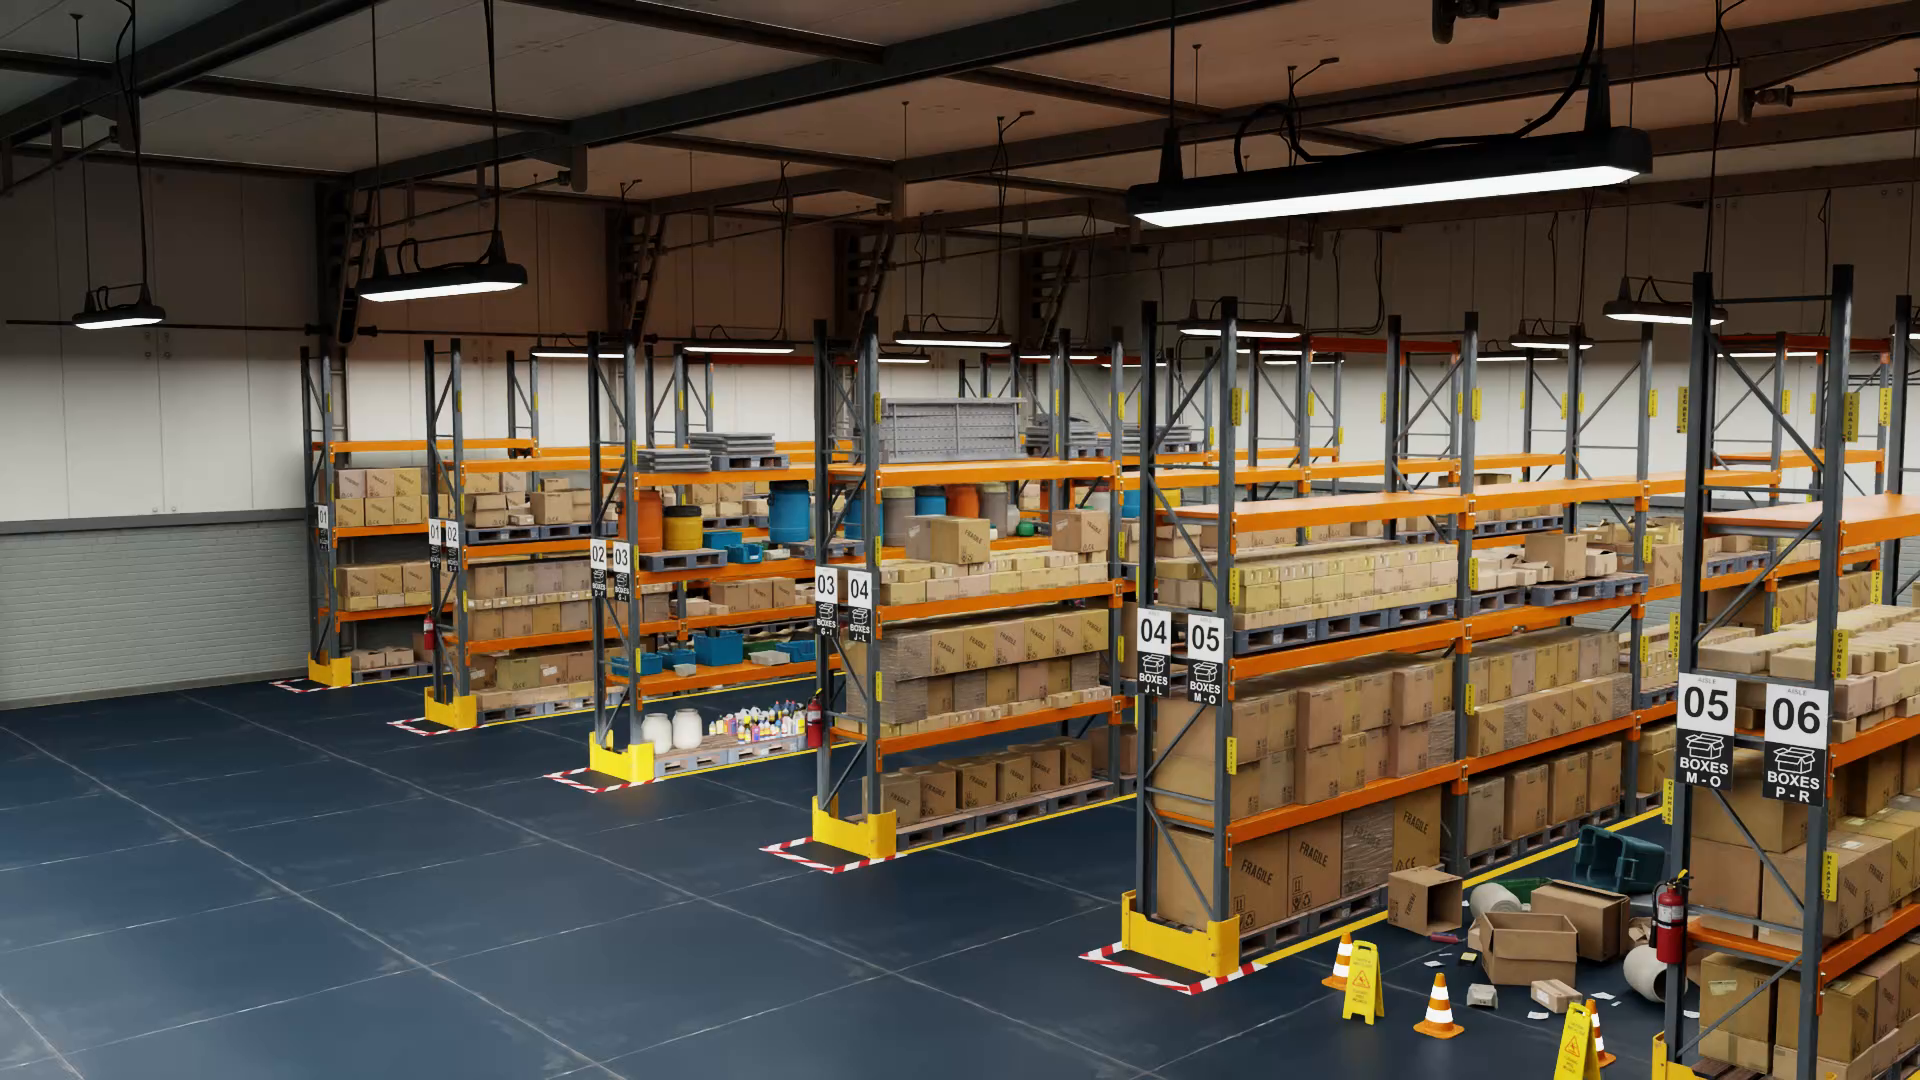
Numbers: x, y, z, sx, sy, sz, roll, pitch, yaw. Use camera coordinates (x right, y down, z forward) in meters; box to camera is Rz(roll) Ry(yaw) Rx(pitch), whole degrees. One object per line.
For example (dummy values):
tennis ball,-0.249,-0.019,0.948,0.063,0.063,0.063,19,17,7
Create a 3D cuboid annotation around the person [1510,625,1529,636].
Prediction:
person,8.777,2.067,25.721,0.718,1.684,0.713,-3,6,-34
